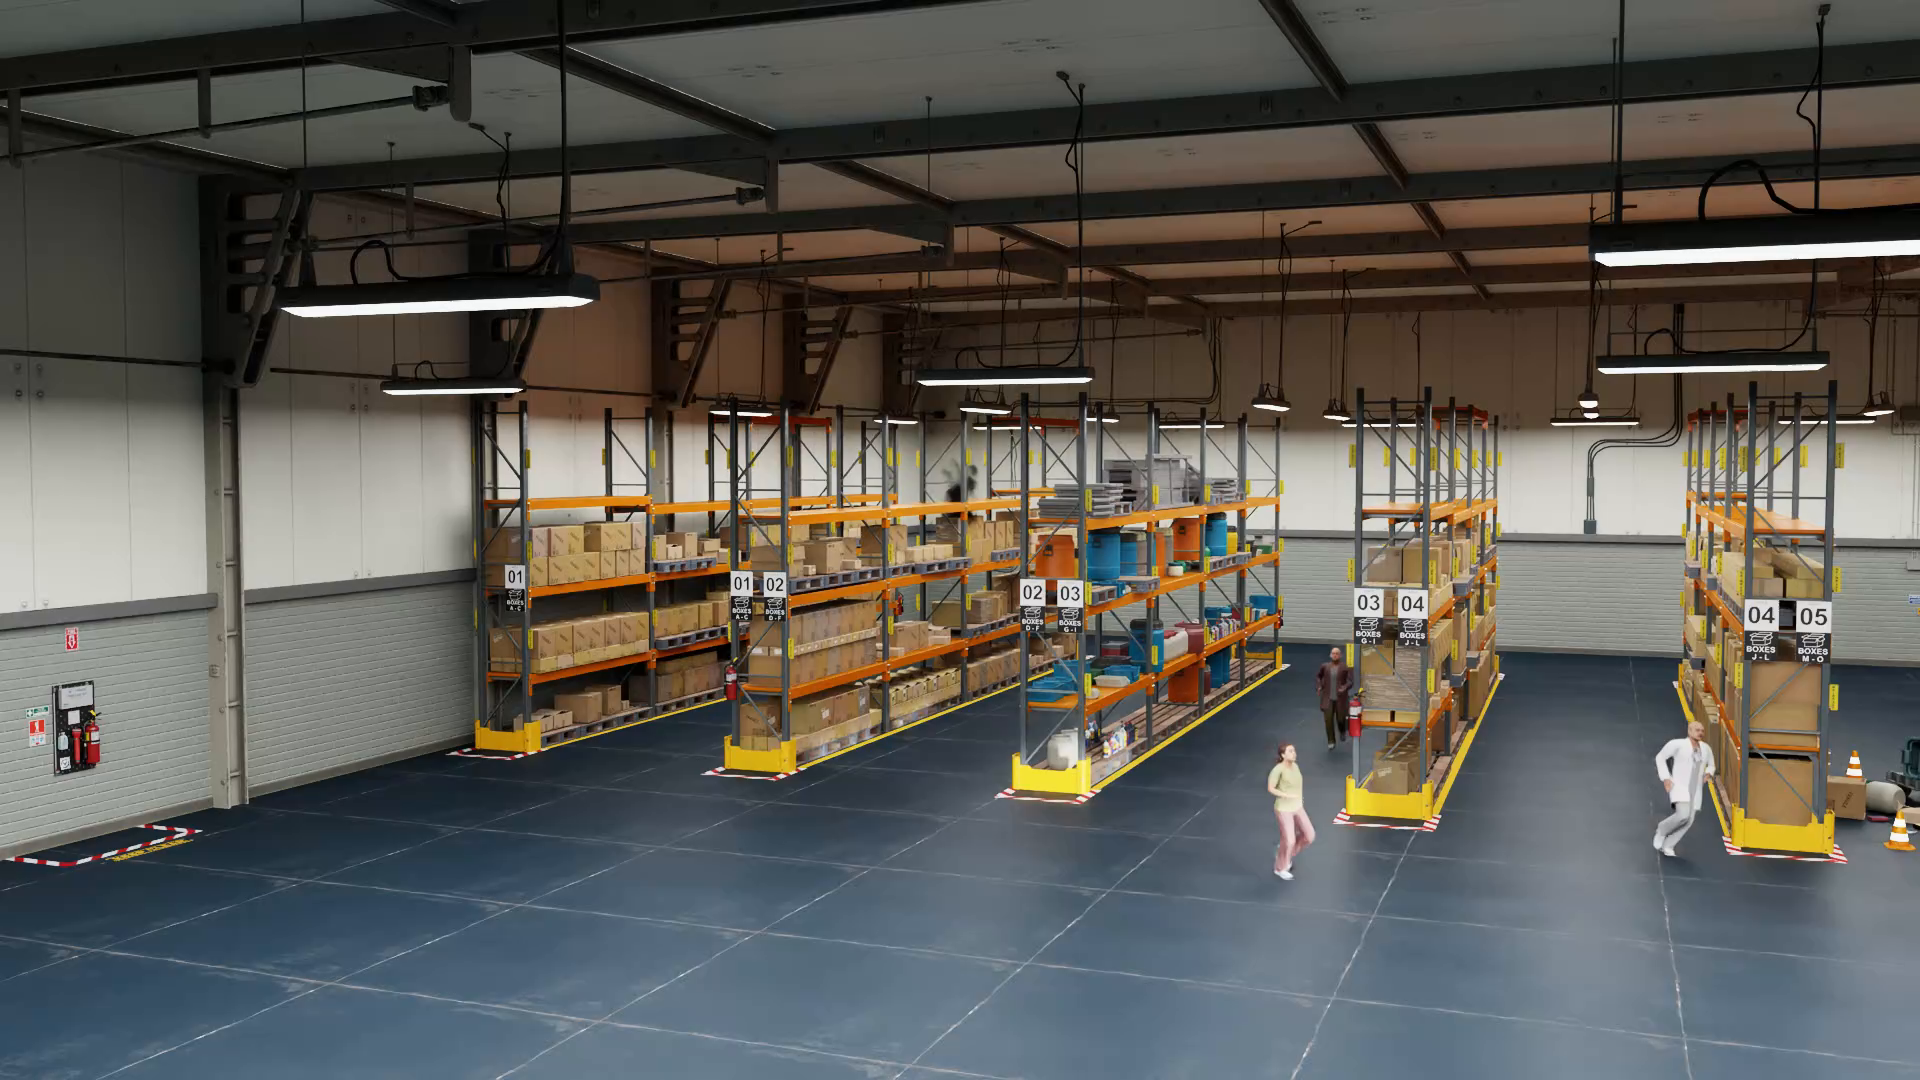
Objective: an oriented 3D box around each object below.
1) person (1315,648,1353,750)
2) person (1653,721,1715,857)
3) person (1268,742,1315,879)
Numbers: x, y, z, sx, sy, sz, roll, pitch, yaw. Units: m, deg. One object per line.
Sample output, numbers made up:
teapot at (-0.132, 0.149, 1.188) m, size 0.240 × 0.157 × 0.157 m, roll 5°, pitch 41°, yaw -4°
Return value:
person at (6.482, 2.732, 28.776) m, size 0.716 × 1.737 × 0.836 m, roll 1°, pitch 3°, yaw 21°
person at (9.198, 3.140, 20.985) m, size 0.743 × 1.699 × 0.582 m, roll -1°, pitch 3°, yaw -10°
person at (3.929, 3.216, 19.777) m, size 0.626 × 1.639 × 0.525 m, roll -2°, pitch 3°, yaw -36°
